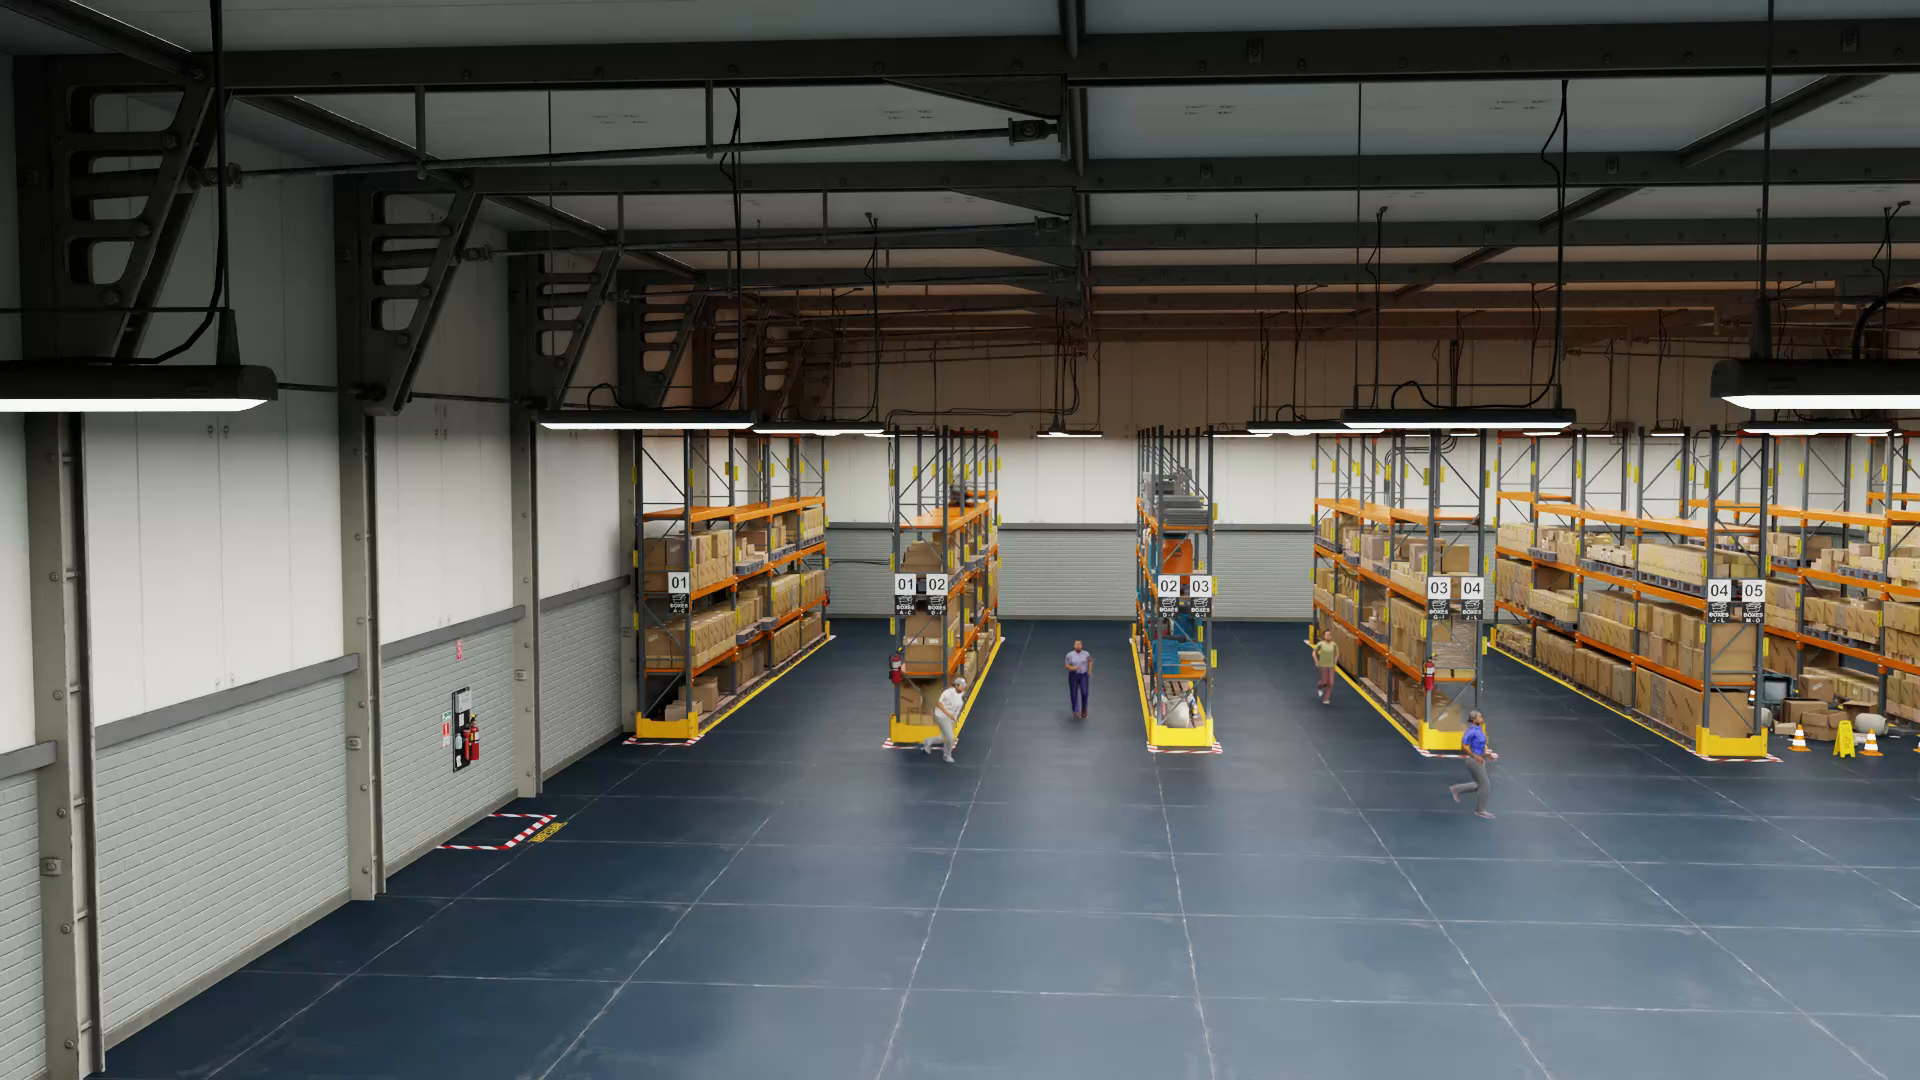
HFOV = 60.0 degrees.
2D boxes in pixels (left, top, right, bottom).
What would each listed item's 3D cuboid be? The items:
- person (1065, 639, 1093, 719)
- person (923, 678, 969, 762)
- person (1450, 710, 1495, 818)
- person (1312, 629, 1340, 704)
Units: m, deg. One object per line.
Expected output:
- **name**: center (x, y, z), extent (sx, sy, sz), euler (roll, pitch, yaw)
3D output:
- **person**: center (2.444, 2.858, 34.112), extent (0.582, 1.626, 0.636), euler (0, 3, 1)
- **person**: center (-0.250, 3.199, 29.735), extent (0.985, 1.548, 0.614), euler (3, 4, 38)
- **person**: center (7.801, 3.402, 25.344), extent (0.686, 1.632, 0.577), euler (2, 4, 29)
- **person**: center (7.966, 2.749, 36.107), extent (0.583, 1.623, 0.556), euler (0, 3, -2)
